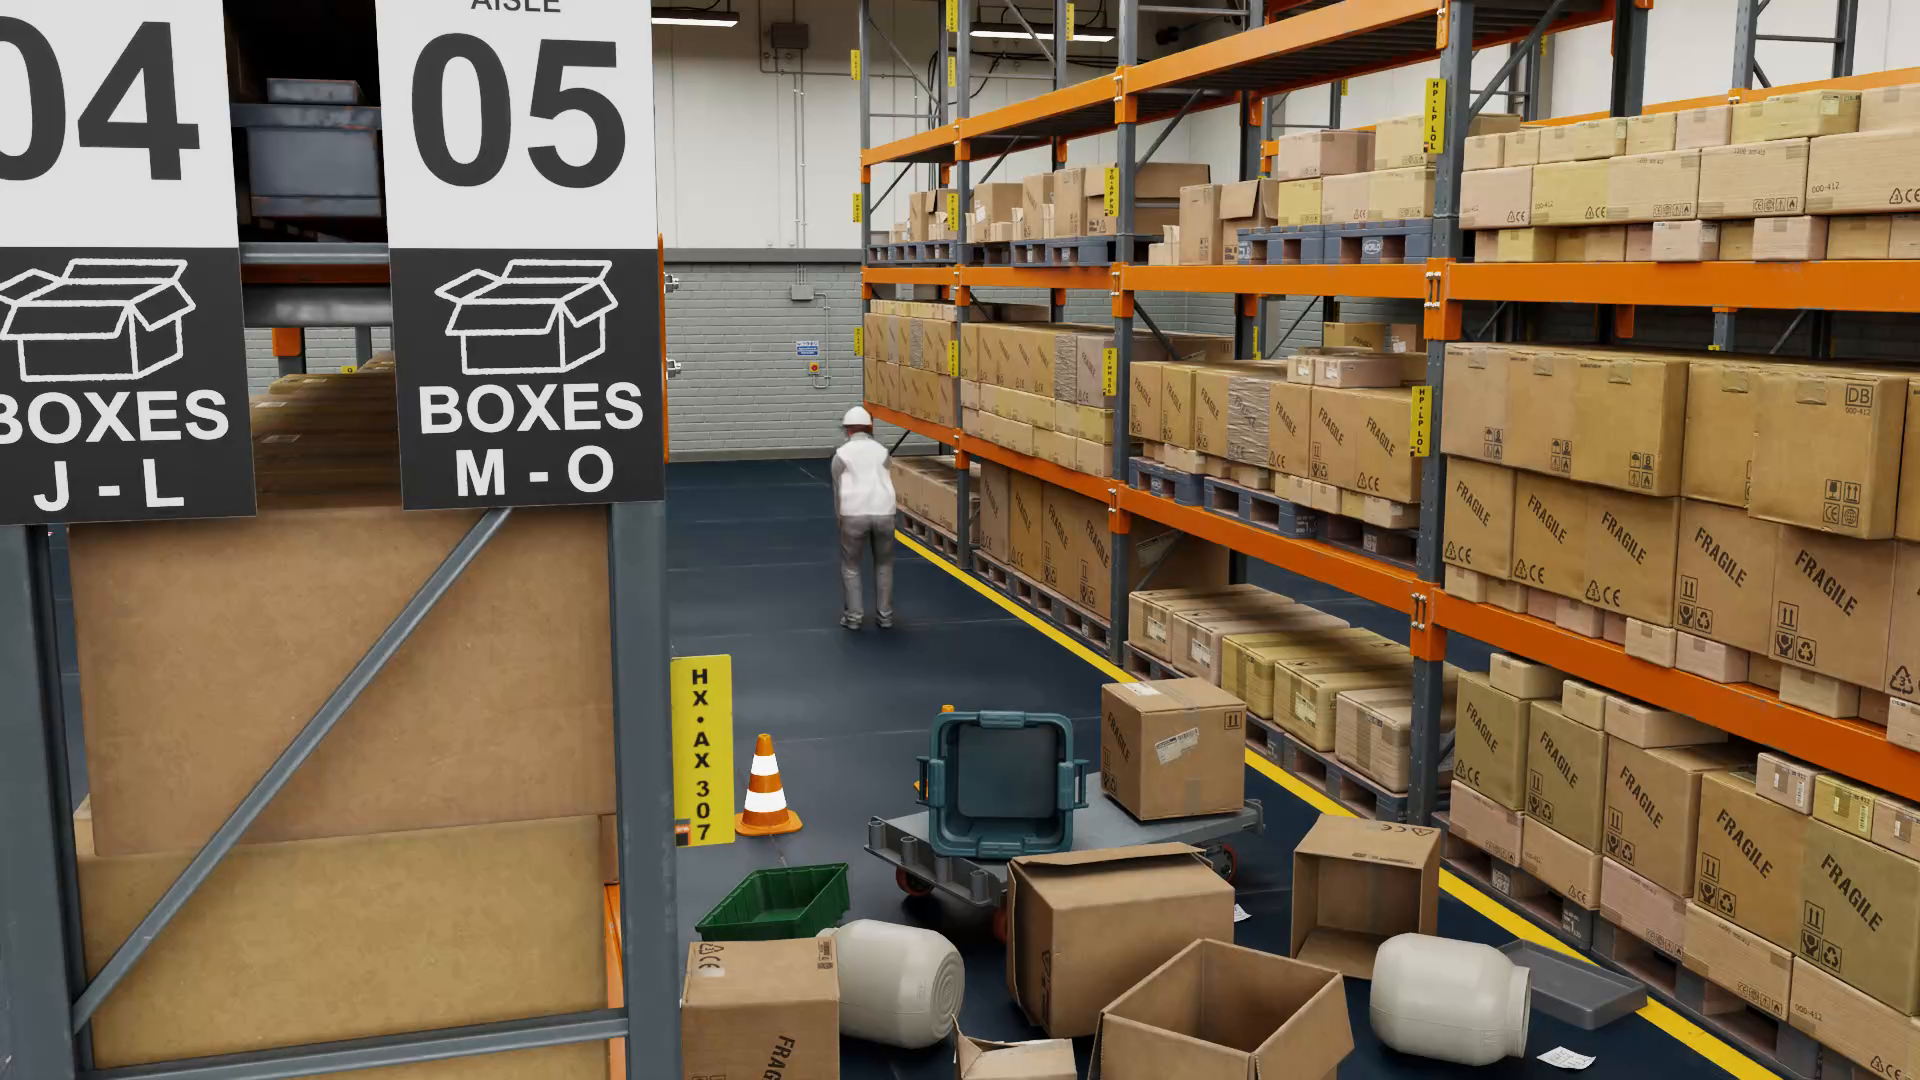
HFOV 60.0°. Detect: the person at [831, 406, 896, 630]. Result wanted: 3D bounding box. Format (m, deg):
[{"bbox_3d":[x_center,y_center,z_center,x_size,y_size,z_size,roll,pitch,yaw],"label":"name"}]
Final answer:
[{"bbox_3d":[-0.765,-0.180,13.081,0.475,1.722,0.615,-3,10,-17],"label":"person"}]
